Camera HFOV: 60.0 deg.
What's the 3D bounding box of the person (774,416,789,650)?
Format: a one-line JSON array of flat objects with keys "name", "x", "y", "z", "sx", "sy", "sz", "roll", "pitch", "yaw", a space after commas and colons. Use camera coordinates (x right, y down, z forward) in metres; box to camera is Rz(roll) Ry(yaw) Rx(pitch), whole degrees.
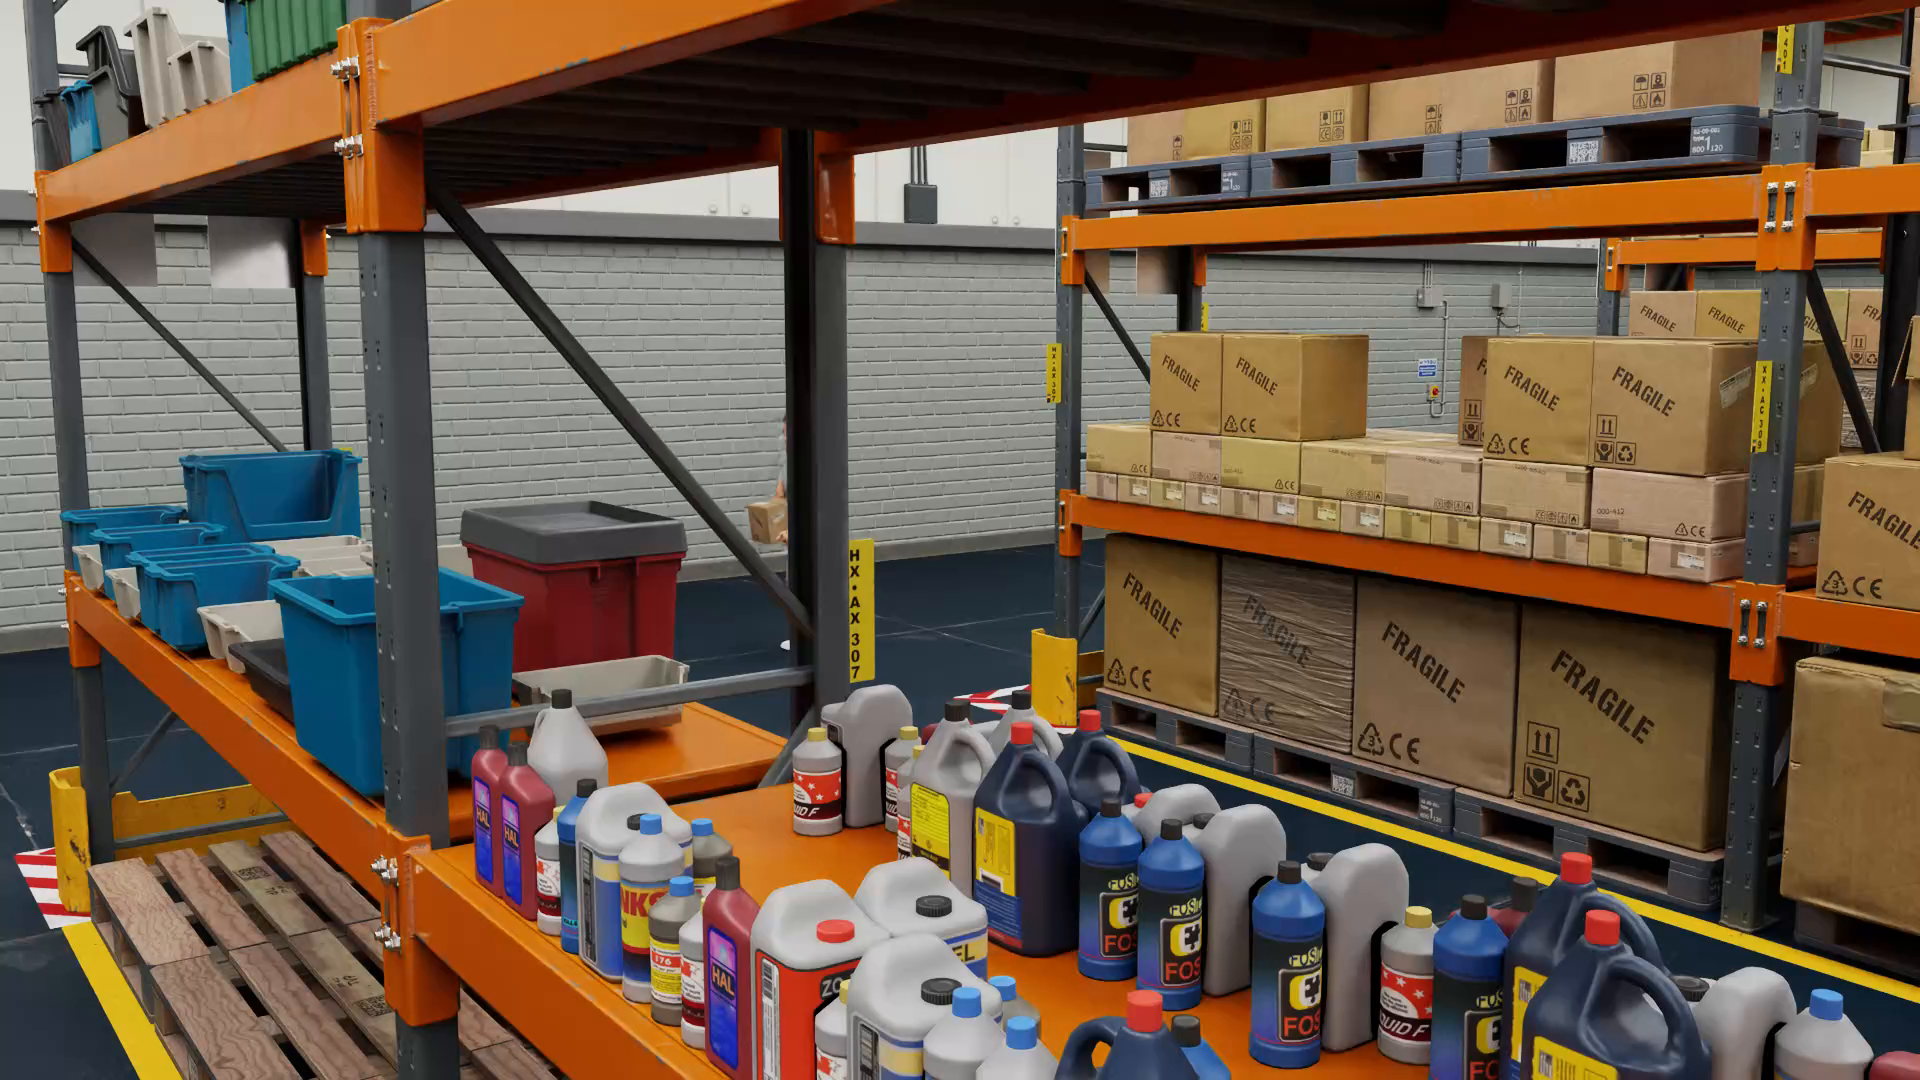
[{"name": "person", "x": -1.086, "y": -0.050, "z": 11.271, "sx": 0.517, "sy": 1.656, "sz": 0.410, "roll": -6, "pitch": 10, "yaw": -37}]
